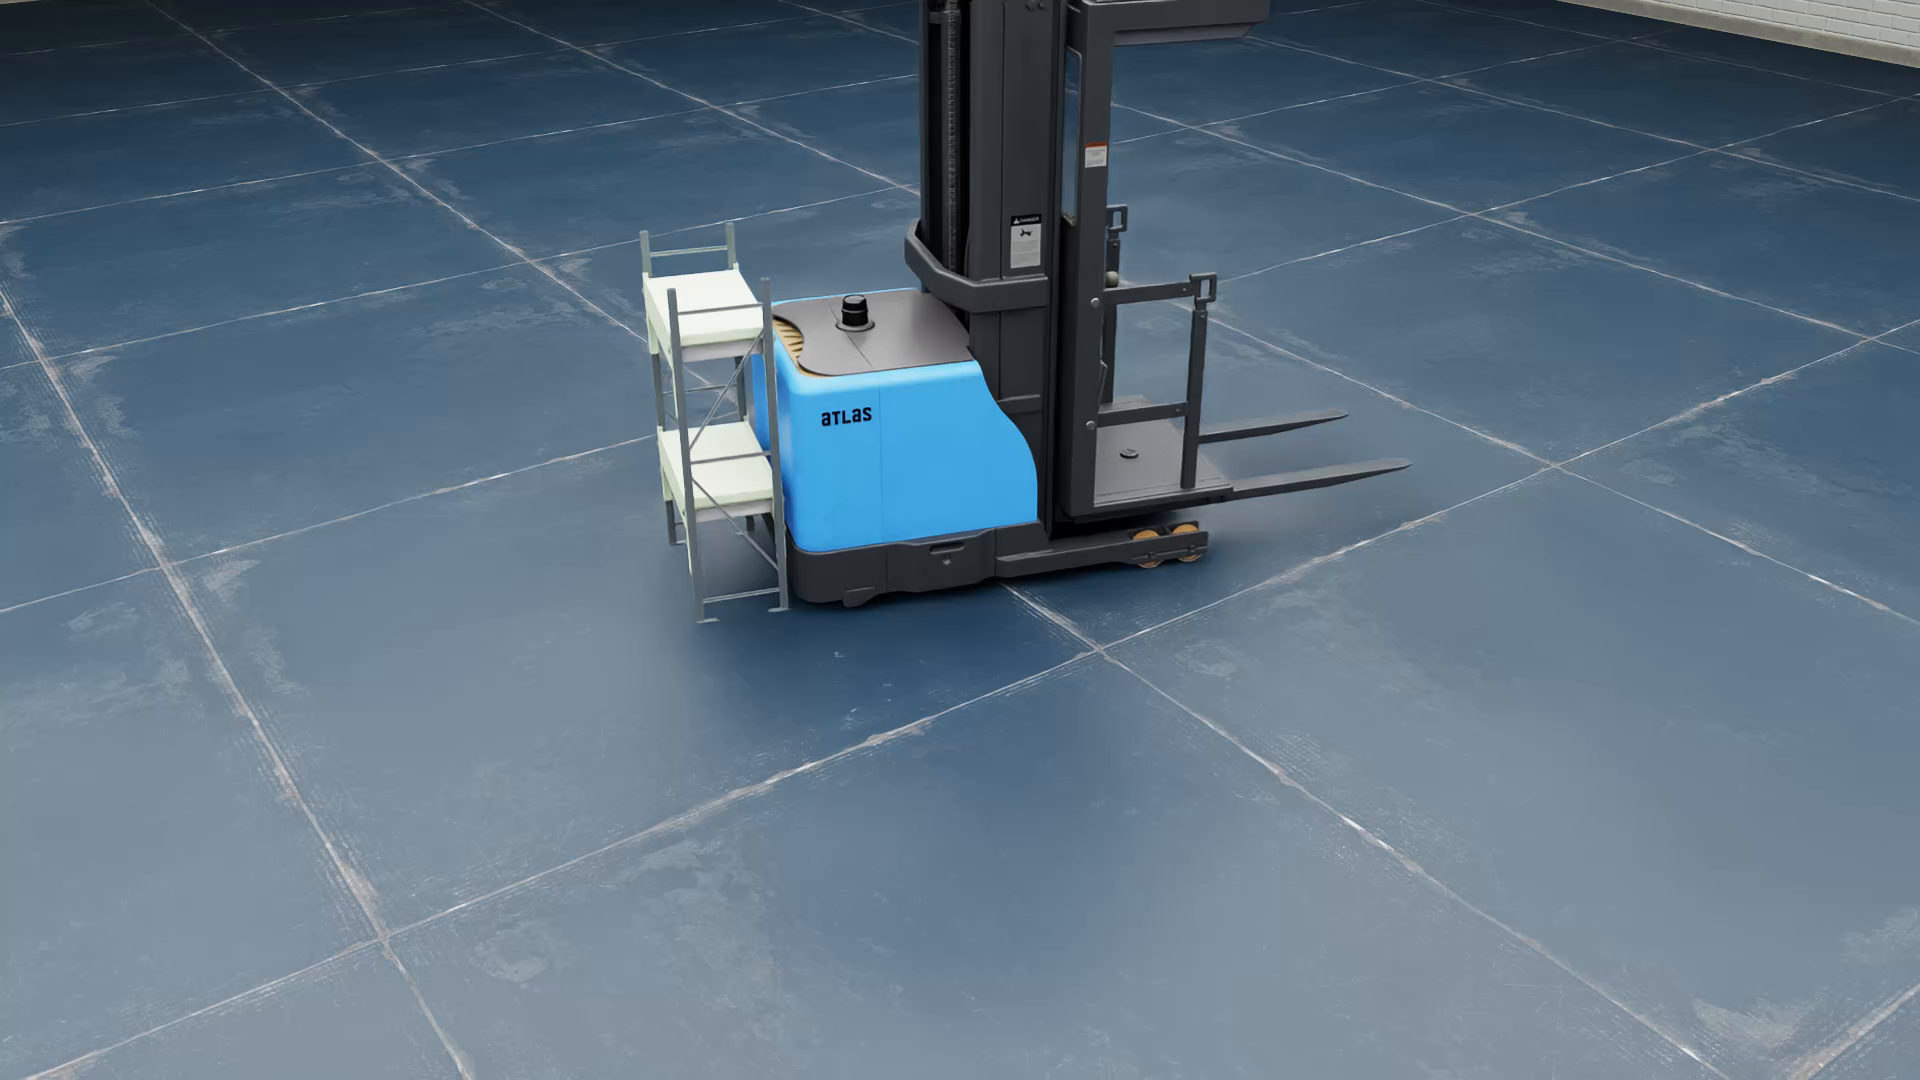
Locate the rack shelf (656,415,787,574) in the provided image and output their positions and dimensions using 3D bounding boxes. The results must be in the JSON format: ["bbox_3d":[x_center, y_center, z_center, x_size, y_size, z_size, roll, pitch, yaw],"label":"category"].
[{"bbox_3d":[-1.045,-0.211,7.251,0.431,0.370,0.720,-9,30,-15],"label":"rack shelf"}]

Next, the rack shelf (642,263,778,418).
[{"bbox_3d":[-1.045,-0.841,6.909,0.431,0.370,0.720,-9,30,-15],"label":"rack shelf"}]

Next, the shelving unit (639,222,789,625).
[{"bbox_3d":[-1.045,-0.498,7.095,0.431,1.500,0.755,-9,30,-15],"label":"shelving unit"}]

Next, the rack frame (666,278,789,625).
[{"bbox_3d":[-0.934,-0.332,6.789,0.400,1.500,0.023,-9,30,-15],"label":"rack frame"}]

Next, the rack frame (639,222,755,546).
[{"bbox_3d":[-1.156,-0.664,7.402,0.400,1.500,0.023,-9,30,-15],"label":"rack frame"}]

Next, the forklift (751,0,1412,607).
[{"bbox_3d":[0.618,-1.394,7.245,3.031,2.935,1.130,-8,30,-15],"label":"forklift"}]
